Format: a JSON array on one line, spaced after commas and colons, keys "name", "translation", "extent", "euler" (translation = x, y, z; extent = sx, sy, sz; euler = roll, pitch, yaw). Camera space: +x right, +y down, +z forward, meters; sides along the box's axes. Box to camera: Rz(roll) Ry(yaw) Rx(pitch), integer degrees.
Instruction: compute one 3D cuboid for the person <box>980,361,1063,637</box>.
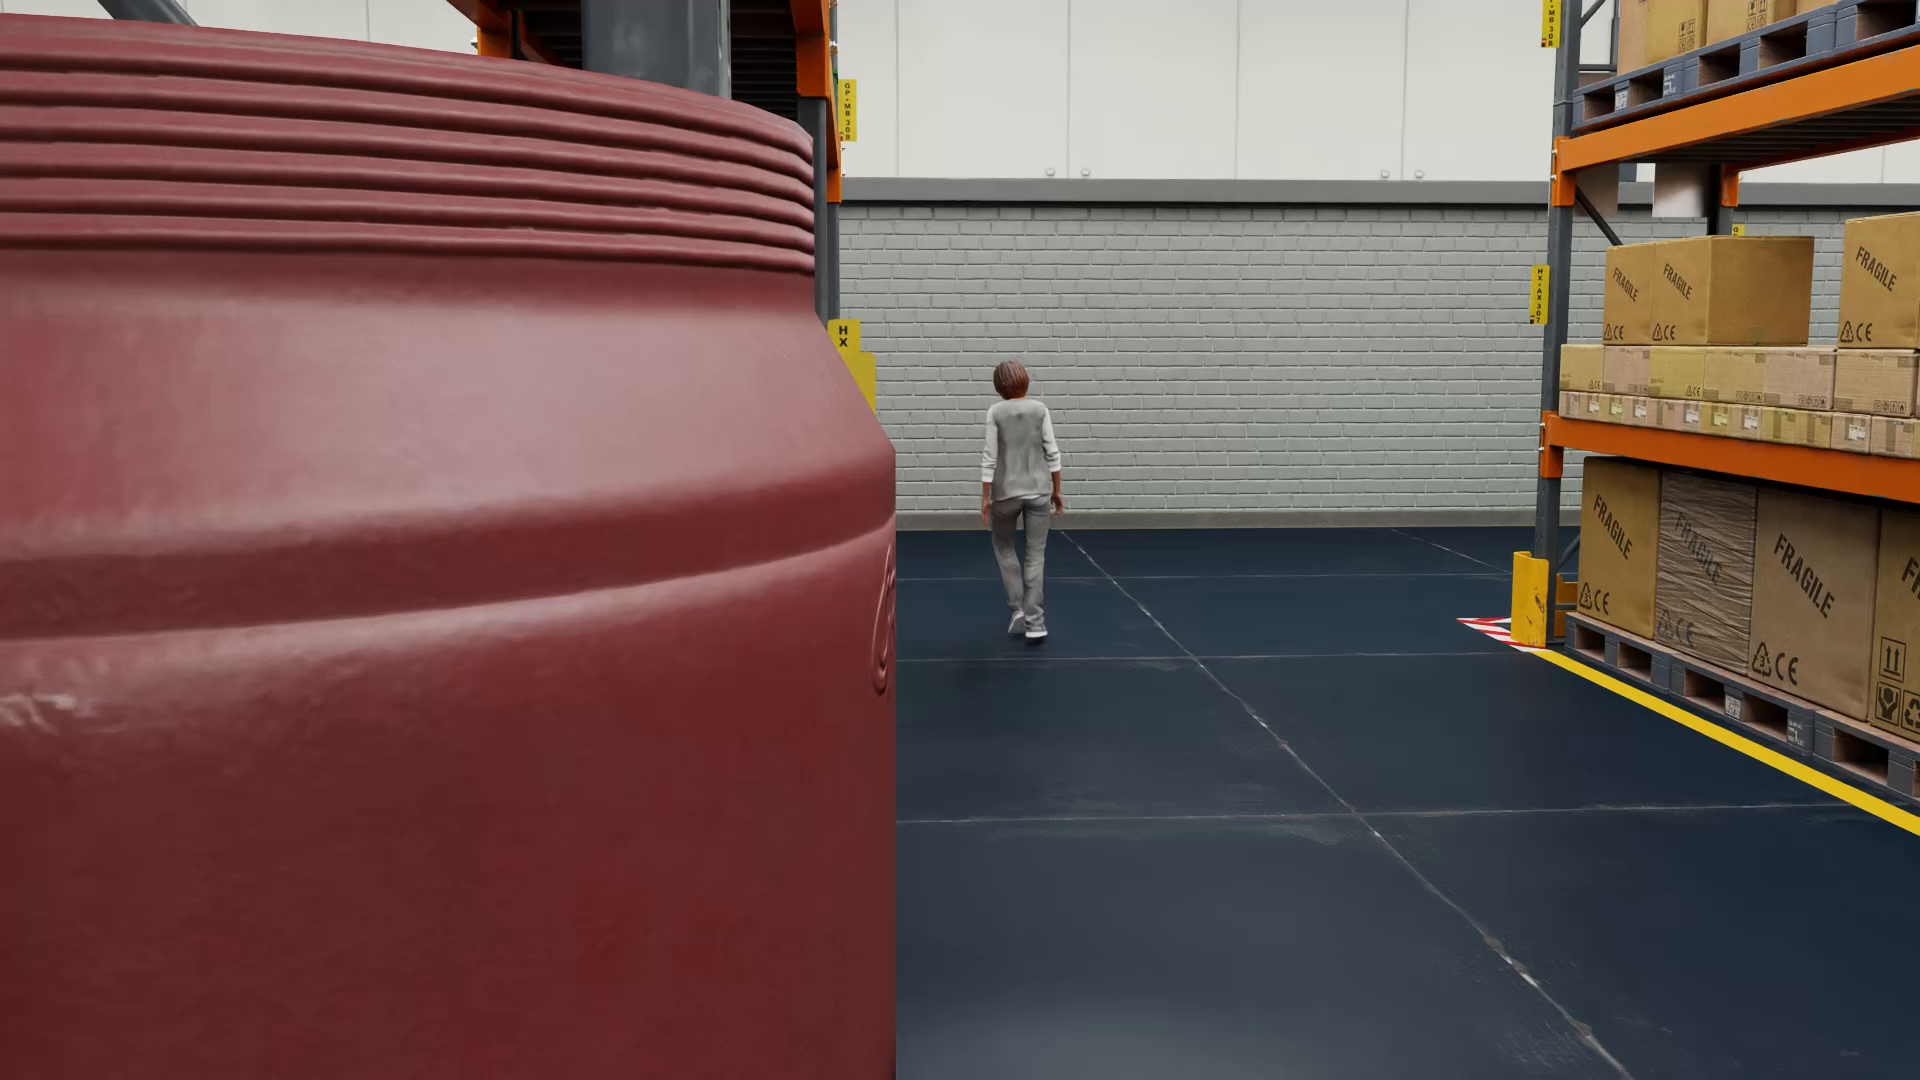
[{"name": "person", "translation": [0.356, -0.211, 9.541], "extent": [0.482, 1.615, 0.507], "euler": [0, 7, 0]}]
